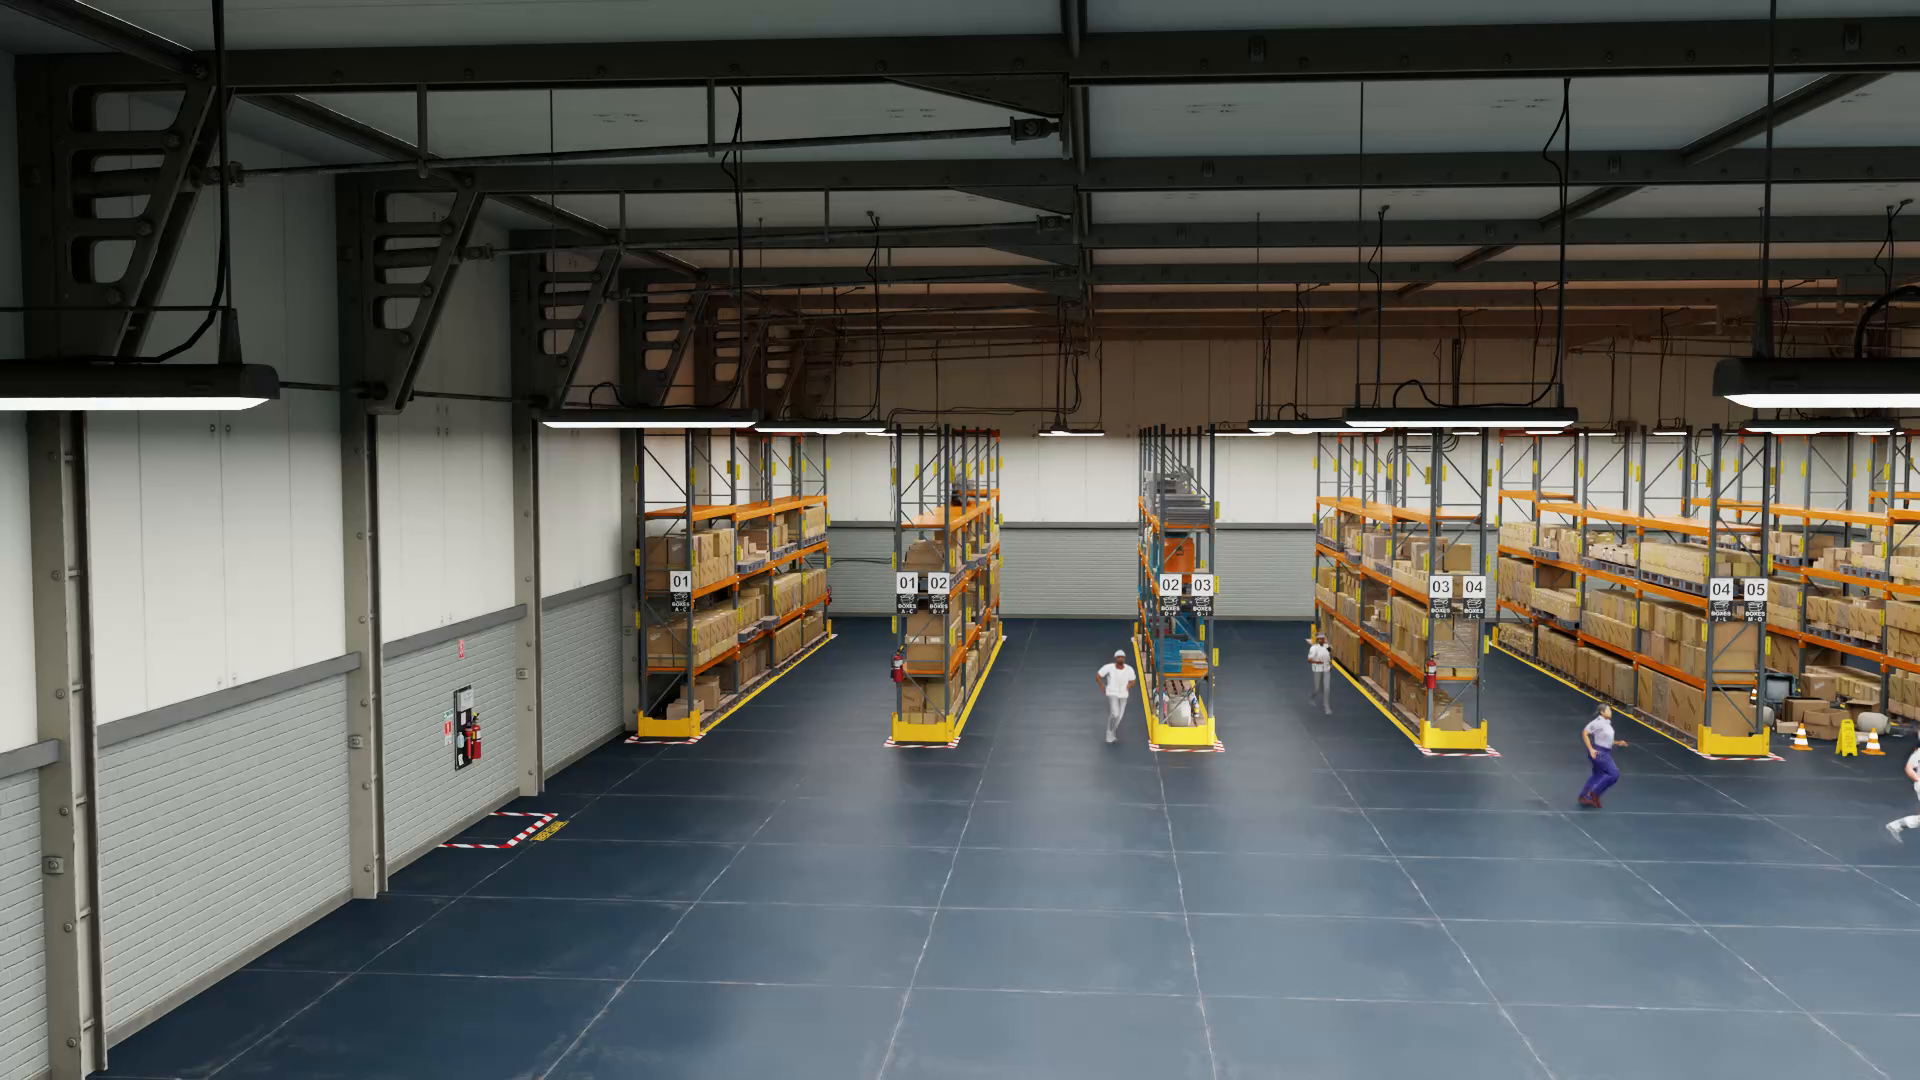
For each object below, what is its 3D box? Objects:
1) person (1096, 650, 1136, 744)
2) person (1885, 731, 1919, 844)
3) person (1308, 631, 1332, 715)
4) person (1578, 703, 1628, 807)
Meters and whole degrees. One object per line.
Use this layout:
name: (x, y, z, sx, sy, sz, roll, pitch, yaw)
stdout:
person: (2.975, 2.953, 31.274, 0.731, 1.775, 0.611, -1, 4, -14)
person: (13.189, 3.454, 22.741, 0.932, 1.787, 0.656, 3, 4, 37)
person: (7.532, 2.746, 34.727, 0.579, 1.698, 0.924, -1, 4, -10)
person: (9.964, 3.334, 25.788, 0.721, 1.614, 0.576, 2, 4, 31)
